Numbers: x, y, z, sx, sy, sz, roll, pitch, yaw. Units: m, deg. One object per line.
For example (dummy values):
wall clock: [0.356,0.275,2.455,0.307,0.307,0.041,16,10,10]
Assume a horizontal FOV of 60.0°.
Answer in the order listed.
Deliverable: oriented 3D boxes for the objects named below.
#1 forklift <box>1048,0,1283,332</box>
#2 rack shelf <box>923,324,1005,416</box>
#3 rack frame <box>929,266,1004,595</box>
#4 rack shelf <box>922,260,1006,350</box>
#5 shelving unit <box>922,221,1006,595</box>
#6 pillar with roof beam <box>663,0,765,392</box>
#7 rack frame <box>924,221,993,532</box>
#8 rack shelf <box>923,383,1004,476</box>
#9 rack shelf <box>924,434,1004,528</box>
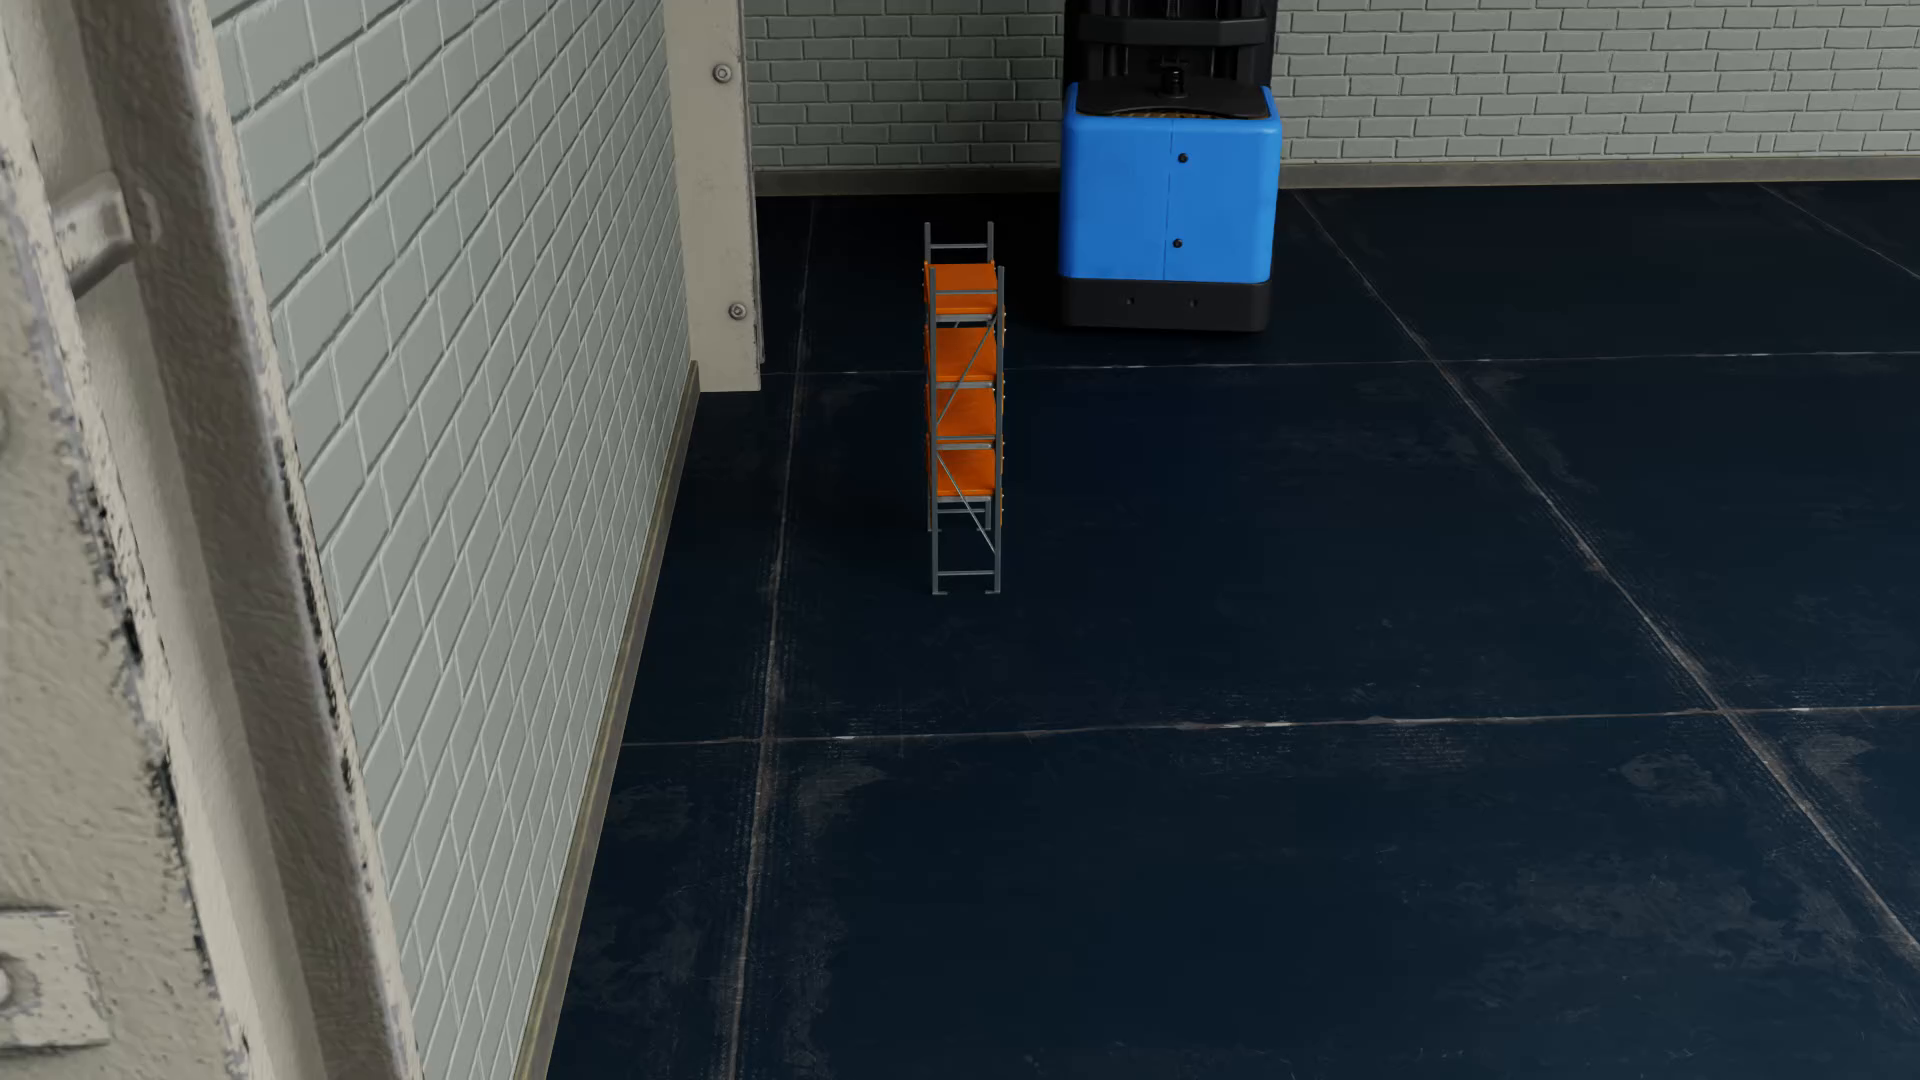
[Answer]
forklift: [1.106,-2.954,8.745,1.130,2.935,3.031,2,28,5]
rack shelf: [0.009,-0.594,5.754,0.258,0.148,0.480,-1,28,-3]
rack frame: [0.021,-0.343,5.610,0.240,1.200,0.015,-1,28,-3]
rack shelf: [0.009,-0.804,5.644,0.258,0.148,0.480,-1,28,-3]
shelving unit: [0.009,-0.456,5.826,0.258,1.200,0.503,-1,28,-3]
pillar with roof beam: [3.227,-4.860,5.838,9.100,9.000,0.400,-1,28,-3]
rack frame: [-0.004,-0.568,6.042,0.240,1.200,0.015,-1,28,-3]
rack shelf: [0.009,-0.396,5.857,0.258,0.148,0.480,-1,28,-3]
rack shelf: [0.009,-0.220,5.949,0.258,0.148,0.480,-1,28,-3]
